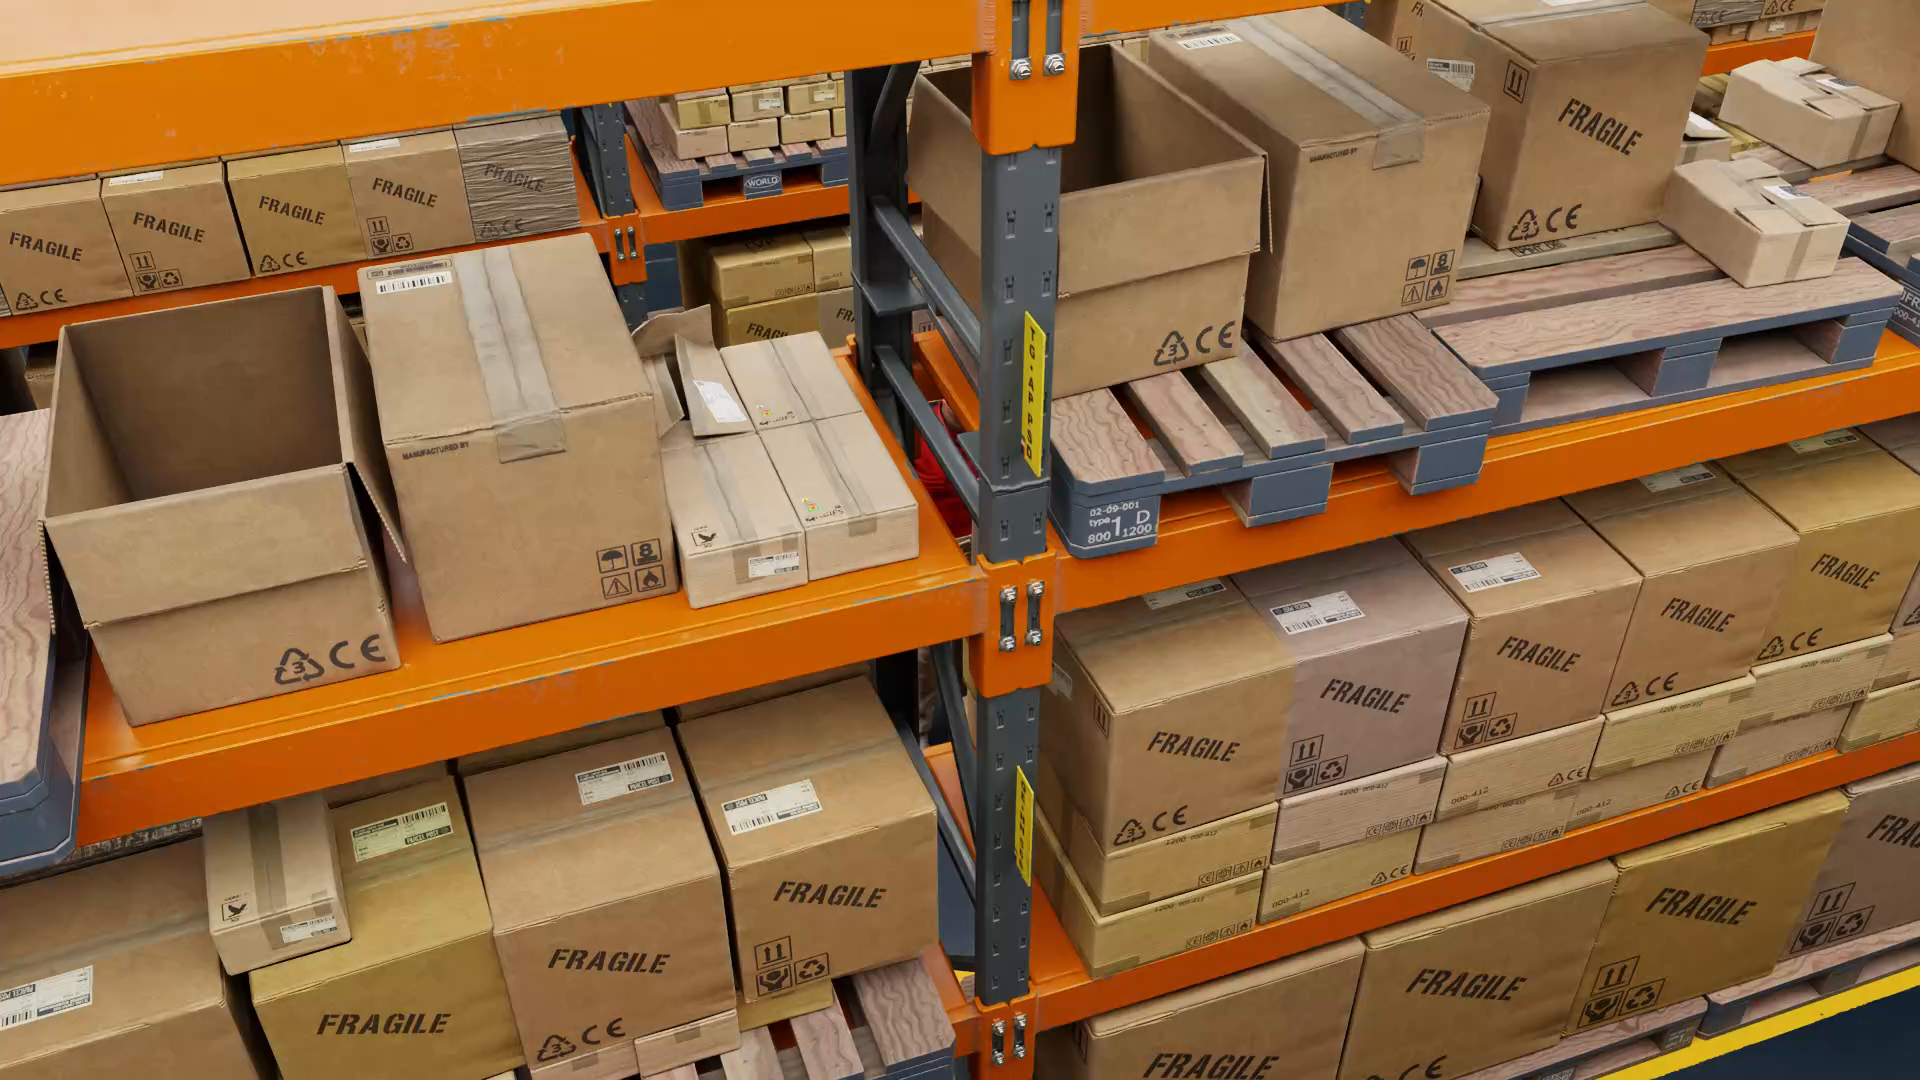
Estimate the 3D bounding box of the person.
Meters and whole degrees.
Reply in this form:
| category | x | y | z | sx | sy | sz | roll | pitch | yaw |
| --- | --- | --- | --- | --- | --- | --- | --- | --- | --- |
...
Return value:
| category | x | y | z | sx | sy | sz | roll | pitch | yaw |
| --- | --- | --- | --- | --- | --- | --- | --- | --- | --- |
| person | 0.009 | 0.110 | 6.641 | 0.640 | 1.727 | 0.551 | -12 | 39 | -16 |
